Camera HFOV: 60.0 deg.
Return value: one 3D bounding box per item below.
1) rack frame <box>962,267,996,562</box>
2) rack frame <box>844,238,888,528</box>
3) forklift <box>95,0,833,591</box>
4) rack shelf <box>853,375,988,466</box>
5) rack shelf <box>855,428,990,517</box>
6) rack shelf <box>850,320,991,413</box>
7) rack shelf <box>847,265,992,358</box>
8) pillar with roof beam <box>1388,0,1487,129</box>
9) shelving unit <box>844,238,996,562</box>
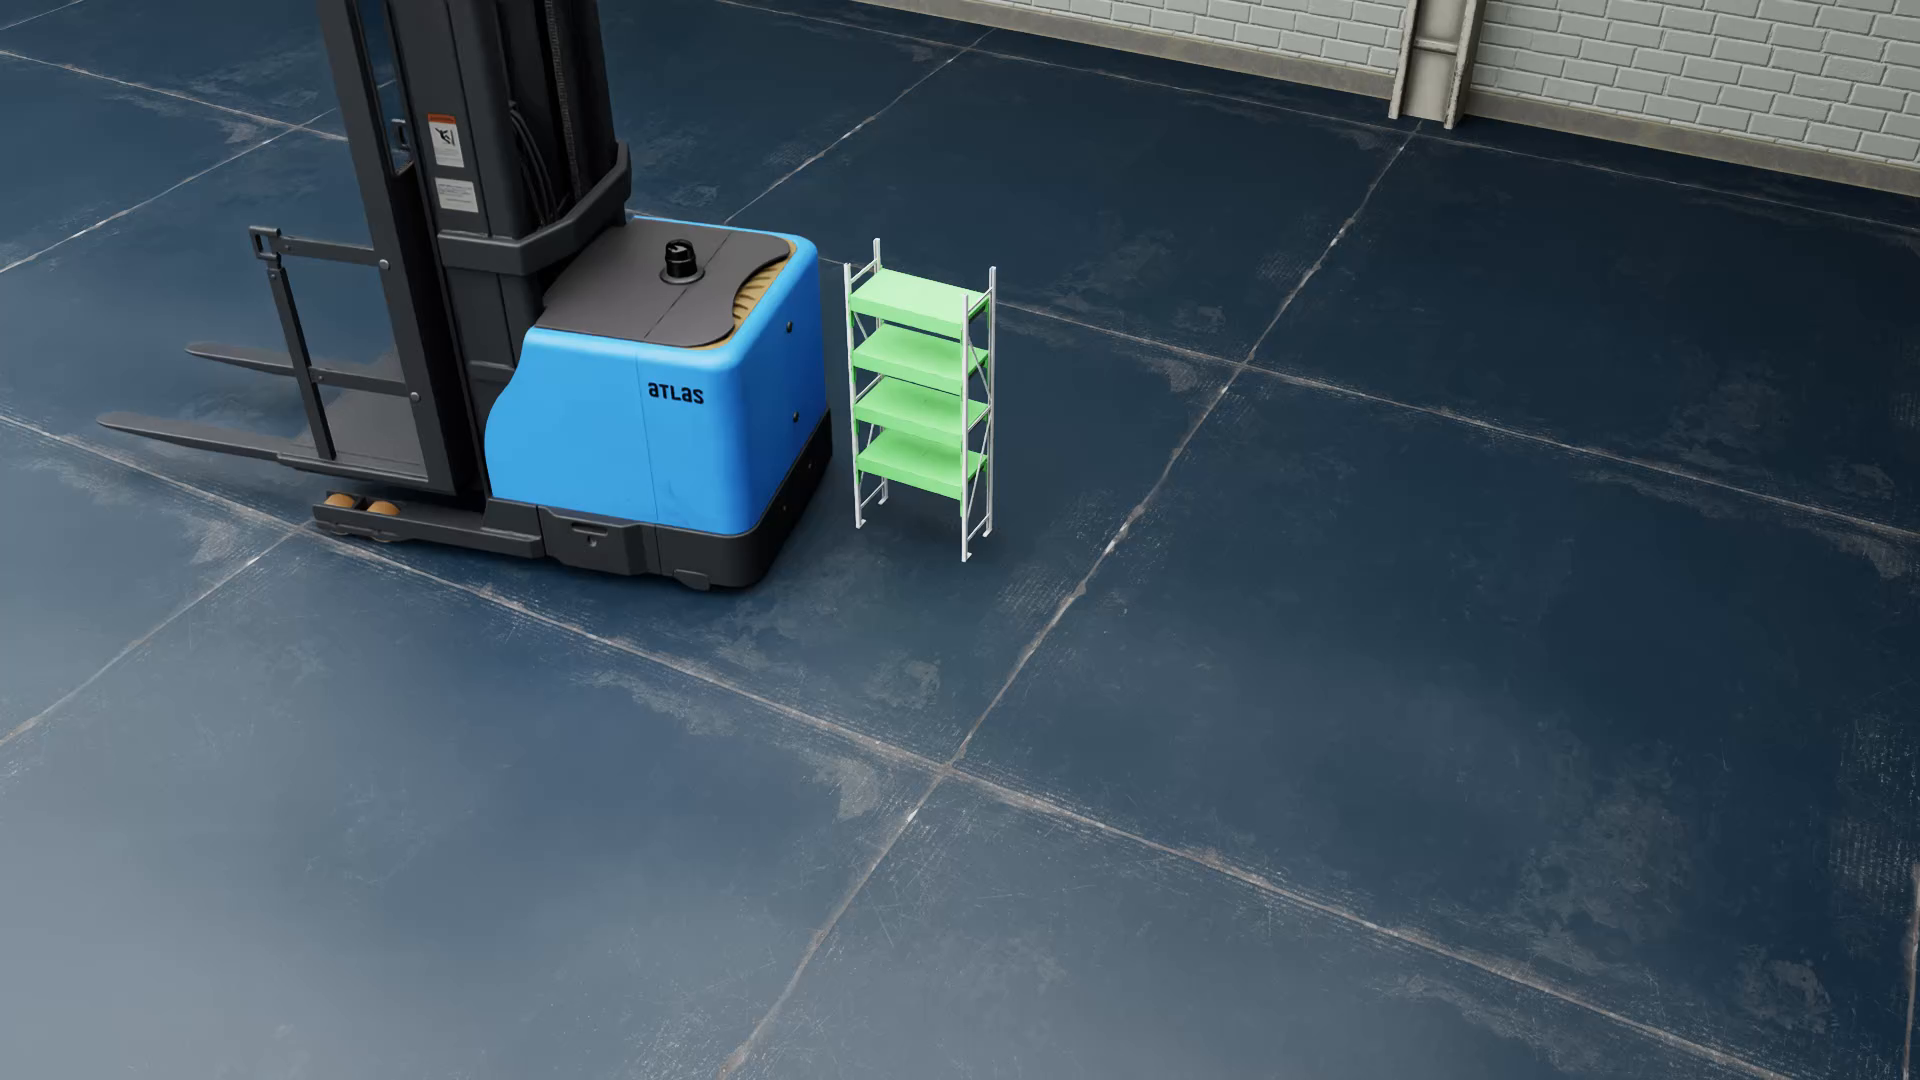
[{"bbox_3d":[0.070,-0.456,6.358,0.015,1.200,0.240,17,41,21],"label":"rack frame"},{"bbox_3d":[-0.364,-0.592,6.537,0.015,1.200,0.240,17,41,21],"label":"rack frame"},{"bbox_3d":[-2.120,-1.455,6.243,3.031,2.935,1.130,9,38,12],"label":"forklift"},{"bbox_3d":[-0.147,-0.473,6.486,0.480,0.148,0.258,17,41,21],"label":"rack shelf"},{"bbox_3d":[-0.147,-0.282,6.632,0.480,0.148,0.258,17,41,21],"label":"rack shelf"},{"bbox_3d":[-0.147,-0.664,6.341,0.480,0.148,0.258,17,41,21],"label":"rack shelf"},{"bbox_3d":[-0.147,-0.855,6.196,0.480,0.148,0.258,17,41,21],"label":"rack shelf"},{"bbox_3d":[0.879,-3.880,4.418,0.400,9.000,9.100,17,41,21],"label":"pillar with roof beam"},{"bbox_3d":[-0.147,-0.524,6.448,0.503,1.200,0.258,17,41,21],"label":"shelving unit"}]
